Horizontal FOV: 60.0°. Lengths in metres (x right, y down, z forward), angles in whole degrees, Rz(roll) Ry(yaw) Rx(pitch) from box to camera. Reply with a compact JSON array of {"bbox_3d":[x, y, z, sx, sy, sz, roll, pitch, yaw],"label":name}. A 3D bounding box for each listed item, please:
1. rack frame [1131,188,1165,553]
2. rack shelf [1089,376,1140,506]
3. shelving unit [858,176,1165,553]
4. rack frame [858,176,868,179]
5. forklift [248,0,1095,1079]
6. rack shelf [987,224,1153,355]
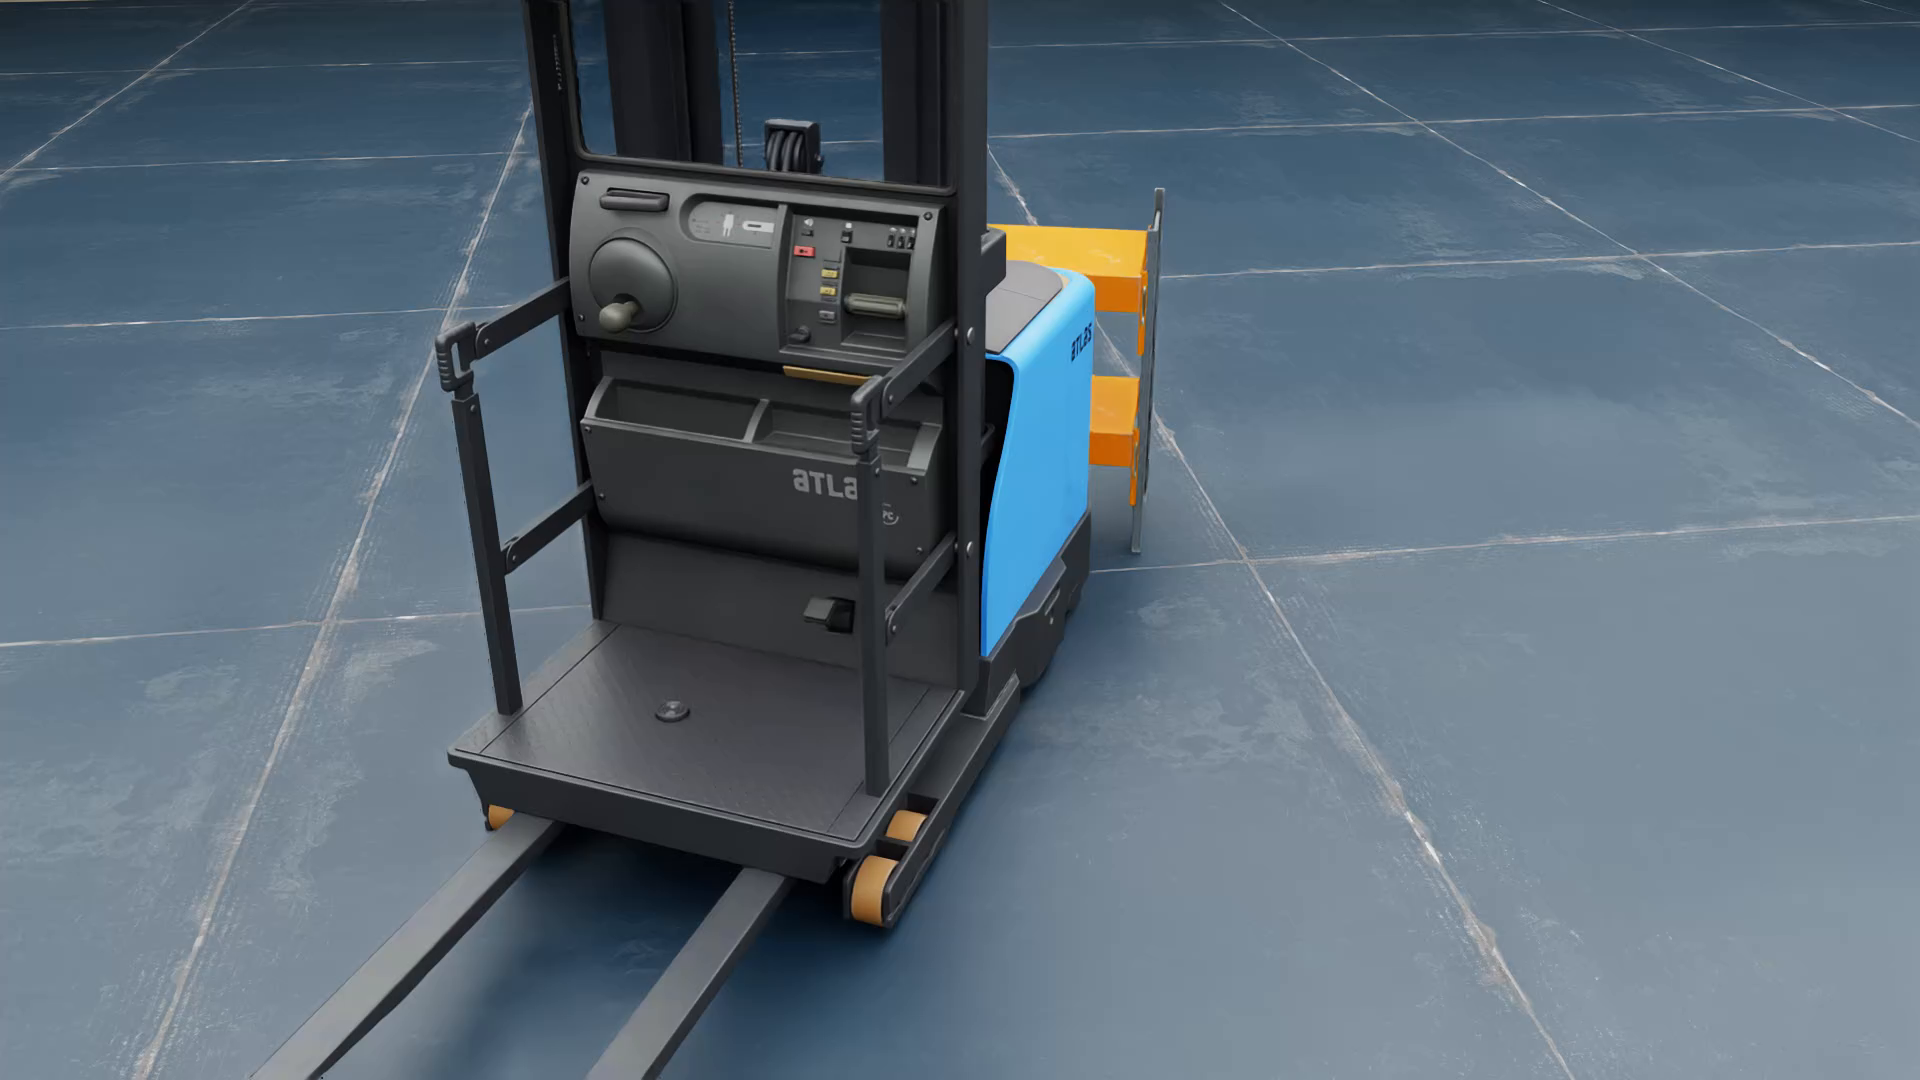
[{"bbox_3d":[0.636,-0.571,5.631,0.032,1.125,0.500,4,27,8],"label":"rack frame"},{"bbox_3d":[0.133,-0.389,5.811,1.000,0.278,0.538,4,27,8],"label":"rack shelf"},{"bbox_3d":[0.133,-0.606,5.699,1.048,1.125,0.538,4,27,8],"label":"shelving unit"},{"bbox_3d":[-0.369,-0.641,5.767,0.032,1.125,0.500,4,27,8],"label":"rack frame"},{"bbox_3d":[-0.564,-0.598,3.704,1.130,2.935,3.031,9,29,18],"label":"forklift"},{"bbox_3d":[0.133,-0.867,5.566,1.000,0.278,0.538,4,27,8],"label":"rack shelf"}]
